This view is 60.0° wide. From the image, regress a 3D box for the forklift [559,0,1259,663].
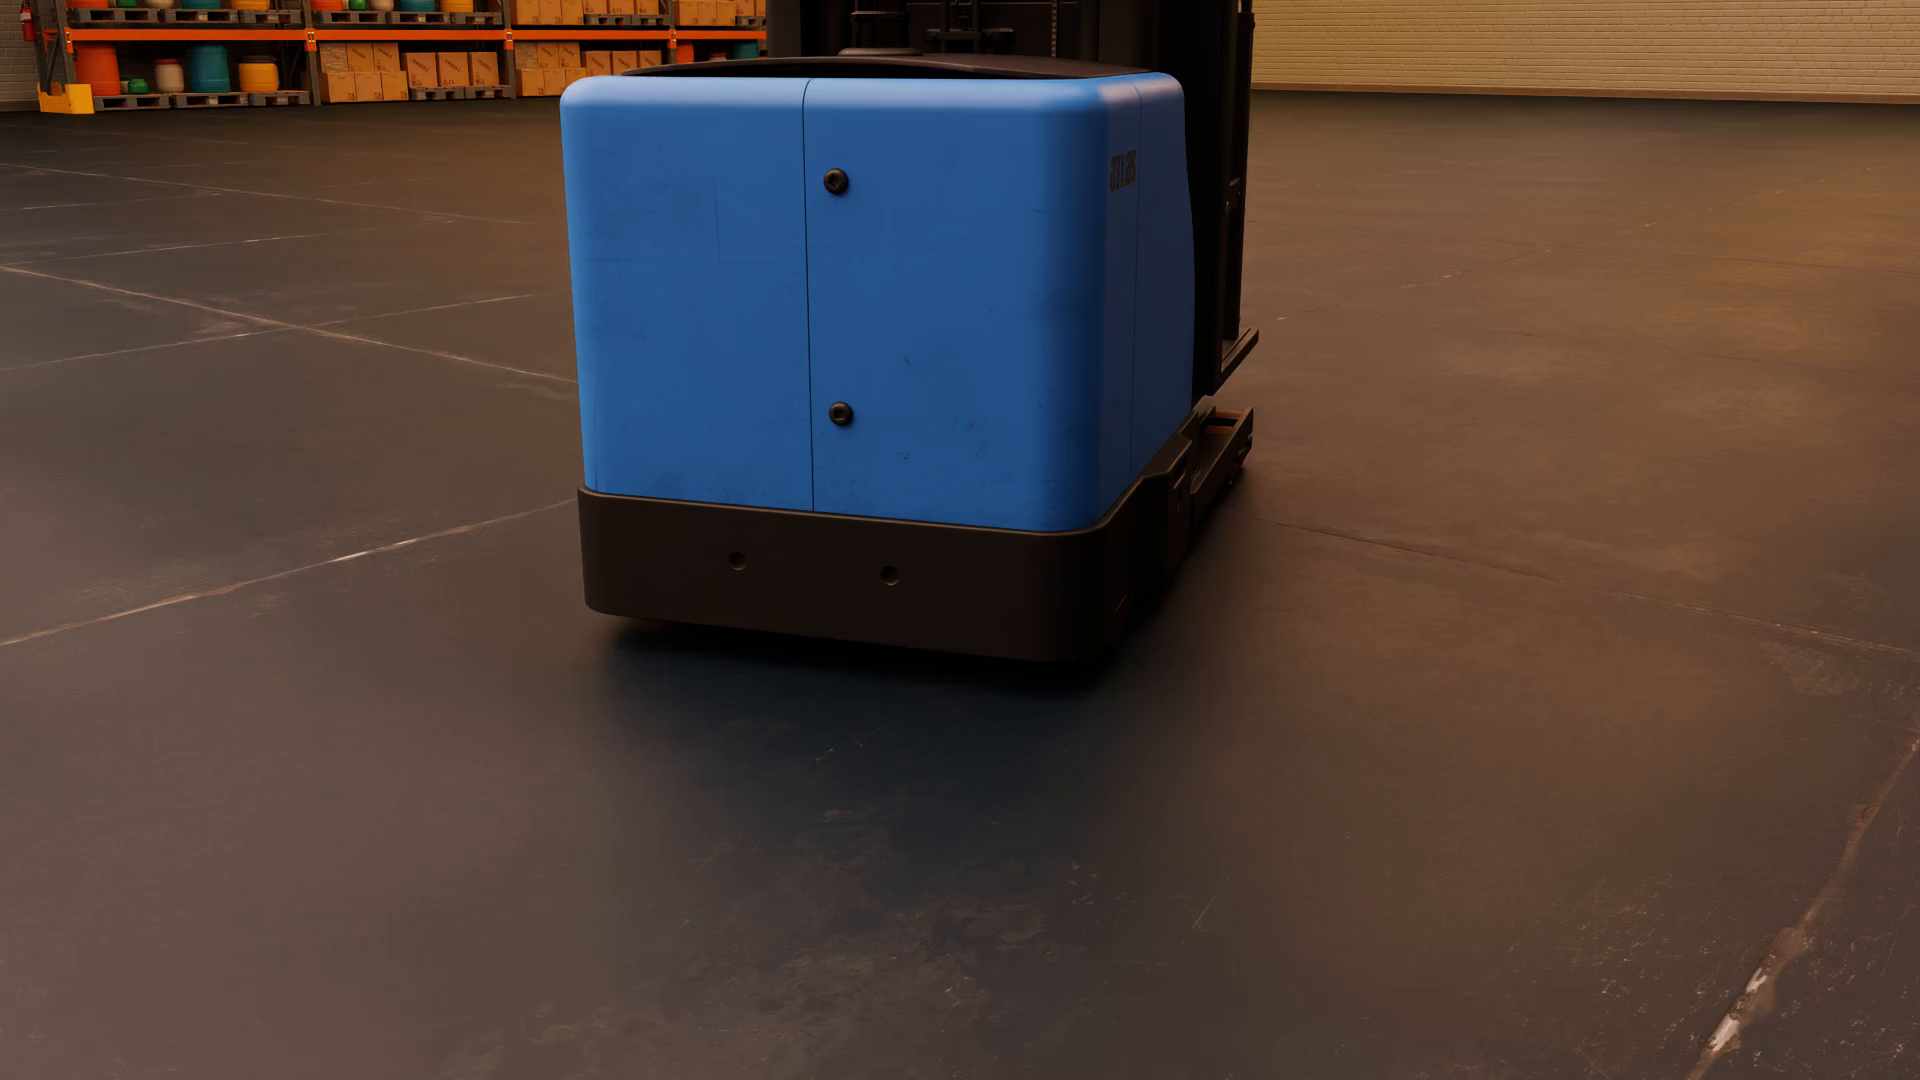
[{"bbox_3d":[0.182,-1.571,4.072,1.130,2.935,3.031,5,18,17],"label":"forklift"}]
